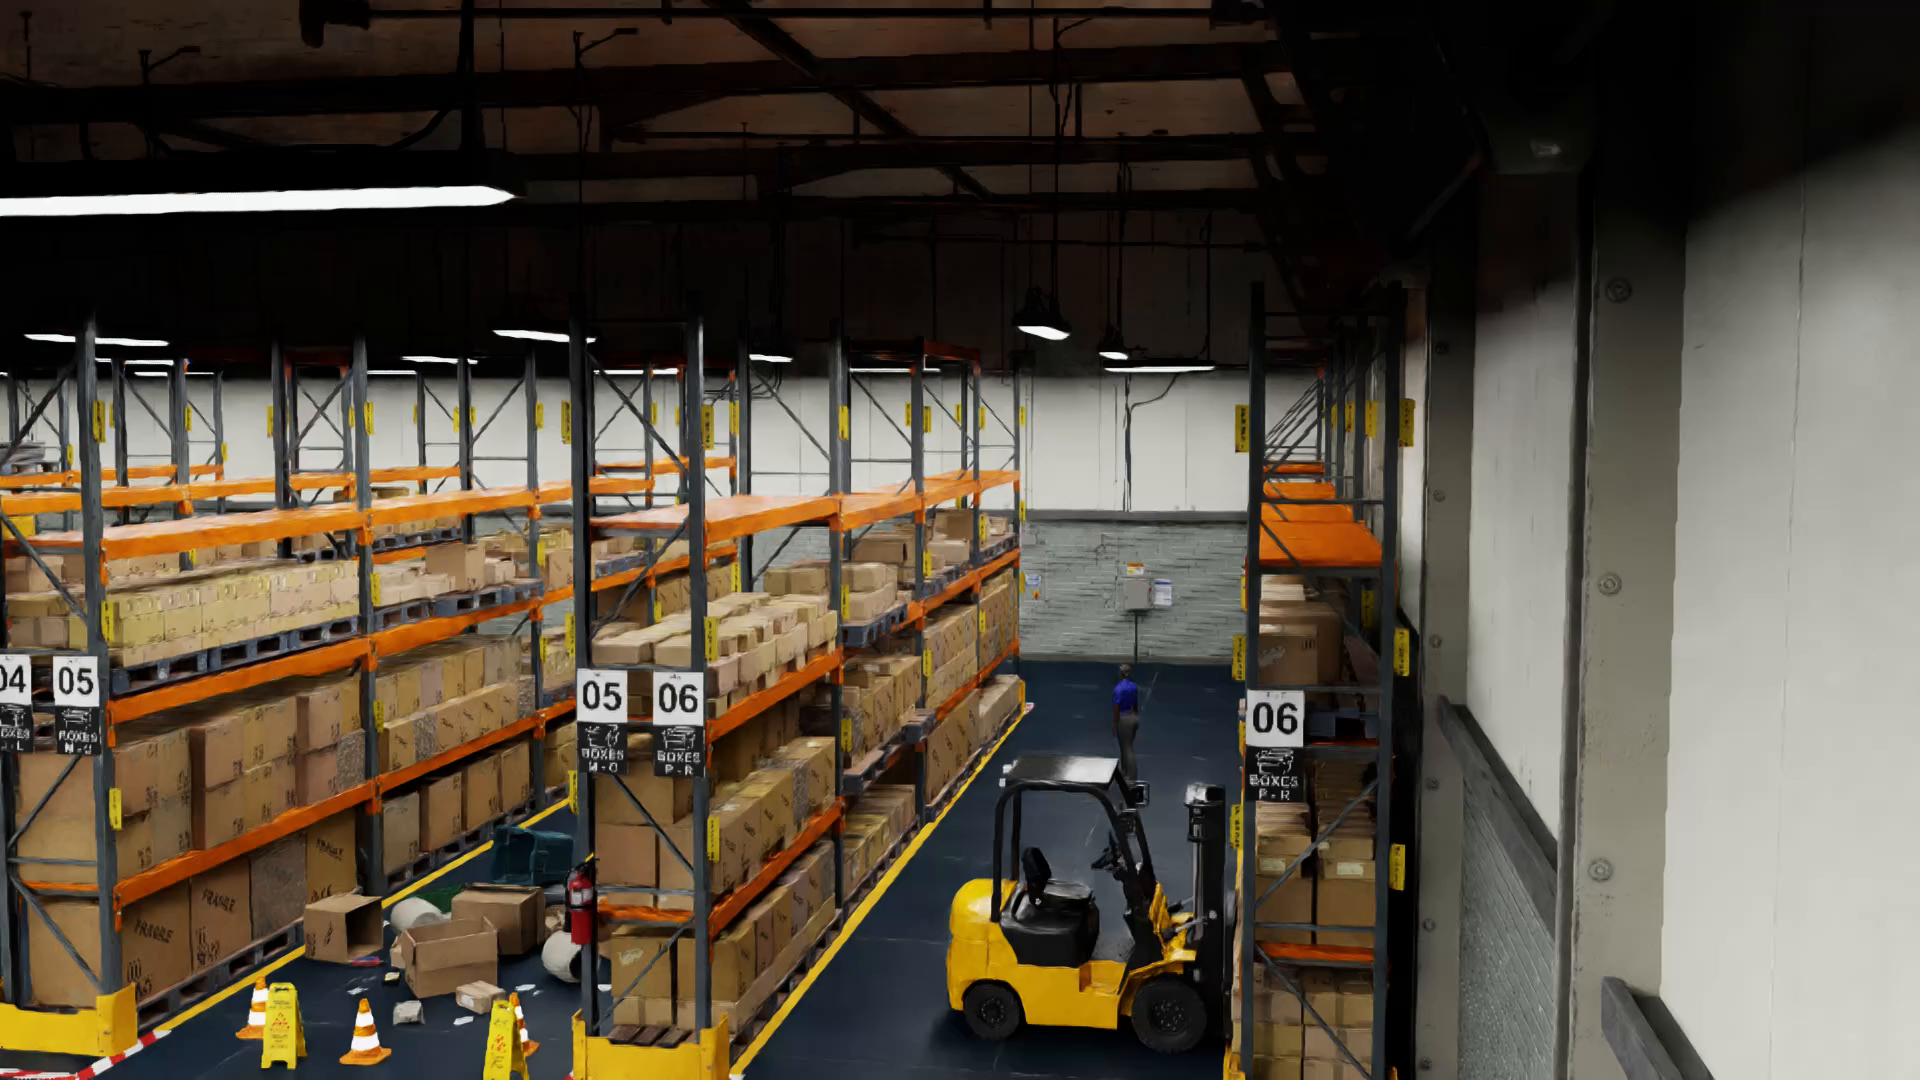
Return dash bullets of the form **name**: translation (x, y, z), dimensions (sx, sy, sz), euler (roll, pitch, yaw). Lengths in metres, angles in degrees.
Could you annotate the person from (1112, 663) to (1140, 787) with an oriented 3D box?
- **person**: translation (2.237, 2.501, 22.696), dimensions (0.558, 1.650, 0.572), euler (3, 6, 34)
